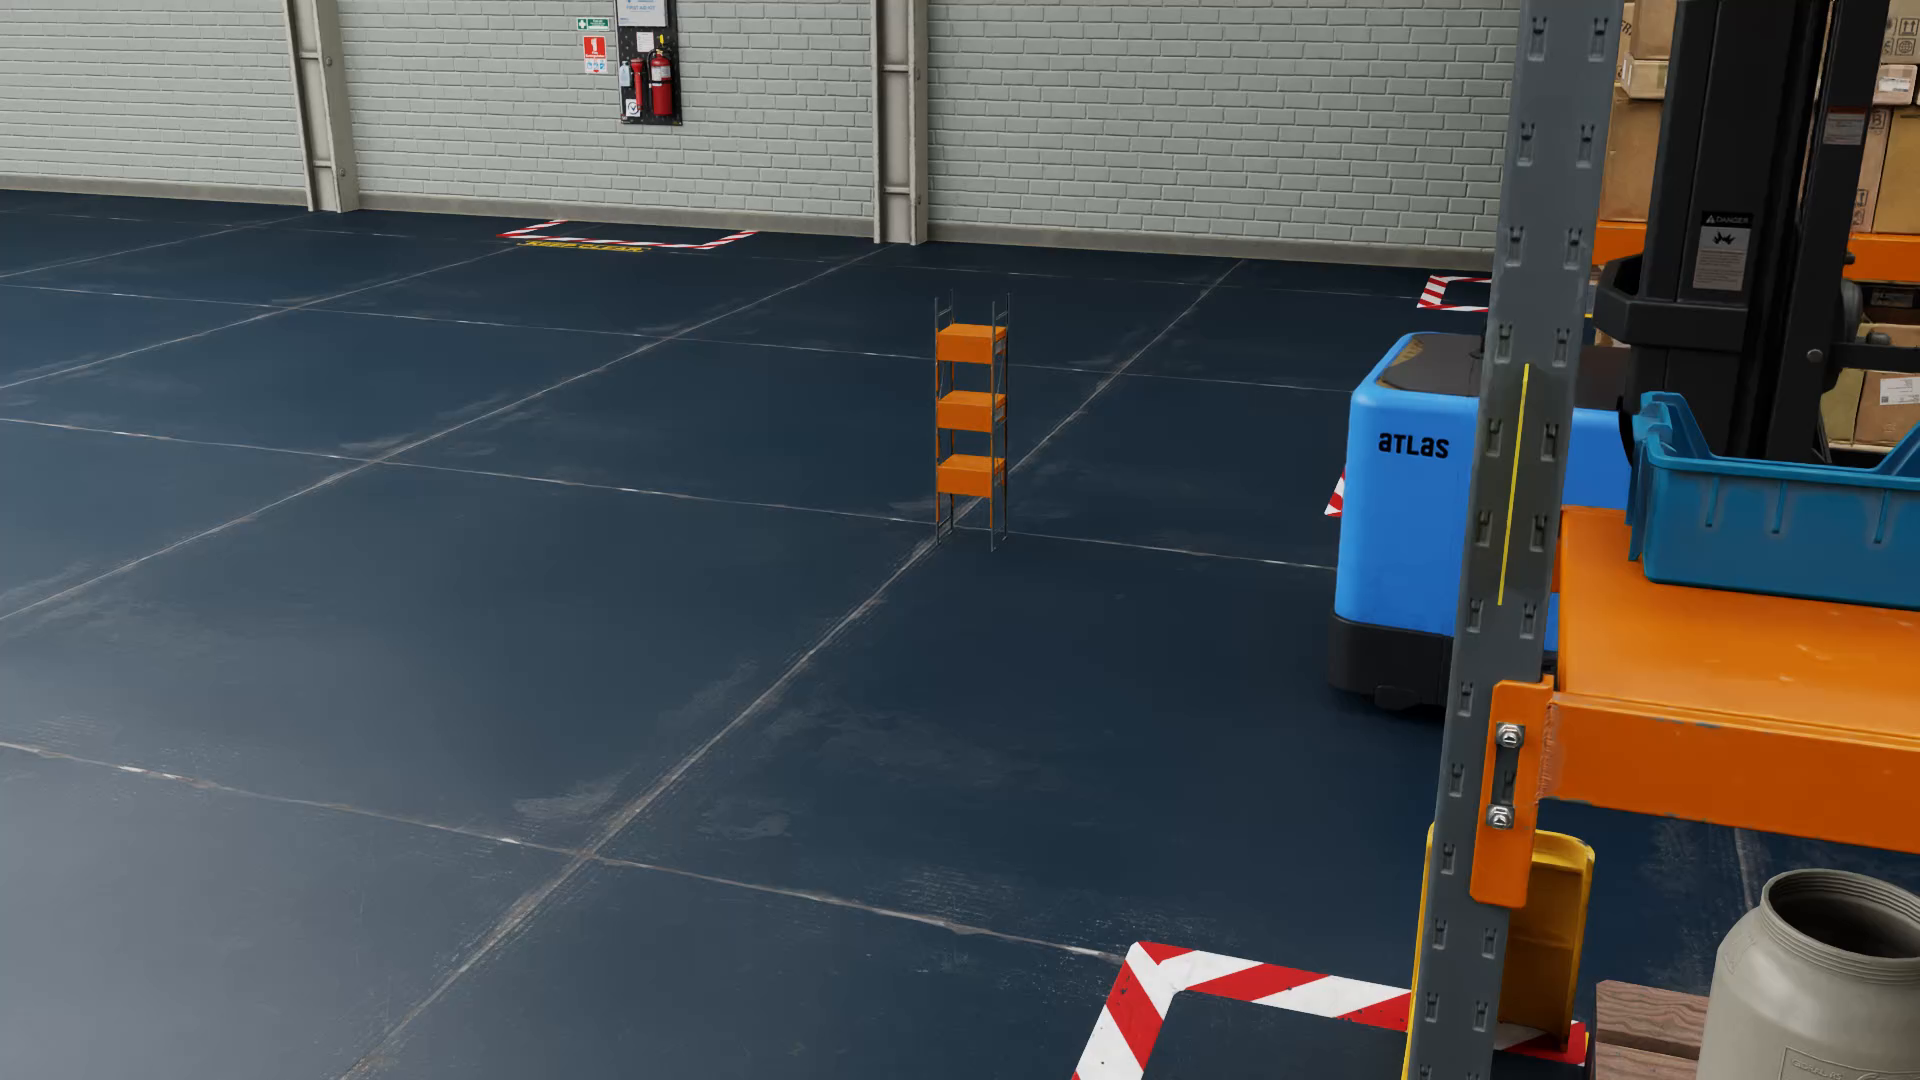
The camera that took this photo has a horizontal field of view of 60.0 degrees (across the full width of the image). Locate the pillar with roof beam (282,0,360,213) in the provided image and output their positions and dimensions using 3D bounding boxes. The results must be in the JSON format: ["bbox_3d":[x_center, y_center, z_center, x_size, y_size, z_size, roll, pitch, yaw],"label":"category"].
[{"bbox_3d":[-7.597,-6.180,11.134,0.400,9.000,9.100,7,20,18],"label":"pillar with roof beam"}]

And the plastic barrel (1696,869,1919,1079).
[{"bbox_3d":[1.602,0.908,3.056,0.421,0.512,0.421,0,19,0],"label":"plastic barrel"}]

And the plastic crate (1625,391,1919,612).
[{"bbox_3d":[1.526,-0.084,2.987,0.616,0.251,0.499,7,20,18],"label":"plastic crate"}]

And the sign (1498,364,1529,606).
[{"bbox_3d":[0.771,-0.076,2.316,0.005,0.325,0.100,7,20,18],"label":"sign"}]

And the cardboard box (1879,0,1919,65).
[{"bbox_3d":[3.570,-2.200,6.707,0.500,0.500,0.700,6,20,17],"label":"cardboard box"}]

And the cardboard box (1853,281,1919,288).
[{"bbox_3d":[4.138,-0.841,7.331,0.500,0.500,0.500,7,20,18],"label":"cardboard box"}]

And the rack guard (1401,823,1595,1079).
[{"bbox_3d":[1.042,1.058,3.281,0.348,0.500,1.175,7,20,18],"label":"rack guard"}]

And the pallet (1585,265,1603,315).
[{"bbox_3d":[5.034,-1.772,11.840,1.213,0.211,1.003,7,20,18],"label":"pallet"}]

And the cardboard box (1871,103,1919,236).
[{"bbox_3d":[3.986,-1.538,6.778,0.500,0.500,0.700,7,20,18],"label":"cardboard box"}]

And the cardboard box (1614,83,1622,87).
[{"bbox_3d":[4.563,-2.983,11.275,0.500,0.250,0.500,6,20,16],"label":"cardboard box"}]

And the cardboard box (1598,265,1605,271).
[{"bbox_3d":[4.830,-2.031,11.763,0.500,0.311,0.500,4,20,12],"label":"cardboard box"}]

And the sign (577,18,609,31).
[{"bbox_3d":[-3.325,-4.672,15.062,0.331,0.109,0.001,7,20,18],"label":"sign"}]

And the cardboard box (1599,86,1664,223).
[{"bbox_3d":[3.021,-1.648,7.096,0.500,0.500,0.700,7,20,18],"label":"cardboard box"}]

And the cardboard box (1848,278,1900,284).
[{"bbox_3d":[6.046,-1.964,11.284,0.500,0.500,0.700,5,20,15],"label":"cardboard box"}]

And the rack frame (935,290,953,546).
[{"bbox_3d":[-0.065,-0.503,6.925,0.008,1.050,0.200,7,20,18],"label":"rack frame"}]

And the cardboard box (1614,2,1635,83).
[{"bbox_3d":[4.559,-3.344,11.170,0.500,0.500,0.500,7,20,18],"label":"cardboard box"}]

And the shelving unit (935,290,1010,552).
[{"bbox_3d":[0.051,-0.490,6.887,0.252,1.050,0.215,7,20,18],"label":"shelving unit"}]

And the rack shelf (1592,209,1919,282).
[{"bbox_3d":[4.474,-1.100,6.767,4.000,0.370,1.077,7,20,18],"label":"rack shelf"}]

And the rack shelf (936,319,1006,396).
[{"bbox_3d":[0.051,-0.748,6.797,0.240,0.259,0.215,7,20,18],"label":"rack shelf"}]

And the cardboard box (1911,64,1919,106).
[{"bbox_3d":[3.860,-1.789,6.513,0.250,0.149,0.380,6,20,16],"label":"cardboard box"}]

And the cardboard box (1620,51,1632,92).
[{"bbox_3d":[3.008,-2.027,7.196,0.250,0.149,0.380,6,20,17],"label":"cardboard box"}]

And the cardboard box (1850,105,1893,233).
[{"bbox_3d":[3.519,-1.593,6.937,0.500,0.500,0.700,7,20,19],"label":"cardboard box"}]

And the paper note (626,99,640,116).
[{"bbox_3d":[-2.983,-3.941,15.163,0.142,0.148,0.016,7,20,18],"label":"paper note"}]

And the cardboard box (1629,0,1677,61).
[{"bbox_3d":[3.071,-2.255,6.866,0.500,0.500,0.700,7,20,18],"label":"cardboard box"}]

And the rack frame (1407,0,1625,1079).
[{"bbox_3d":[0.955,-0.116,2.851,0.127,3.000,1.000,7,20,18],"label":"rack frame"}]

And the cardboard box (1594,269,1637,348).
[{"bbox_3d":[3.189,-0.944,7.627,0.500,0.500,0.500,7,20,18],"label":"cardboard box"}]

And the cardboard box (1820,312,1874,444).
[{"bbox_3d":[3.491,-0.729,7.010,0.500,0.500,0.500,7,20,18],"label":"cardboard box"}]

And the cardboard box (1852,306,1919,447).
[{"bbox_3d":[3.967,-0.679,6.867,0.500,0.500,0.500,7,20,18],"label":"cardboard box"}]

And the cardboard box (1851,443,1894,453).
[{"bbox_3d":[3.964,-0.321,6.980,0.500,0.250,0.500,7,20,18],"label":"cardboard box"}]

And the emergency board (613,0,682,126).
[{"bbox_3d":[-2.838,-4.316,14.902,0.643,1.169,0.194,7,20,18],"label":"emergency board"}]

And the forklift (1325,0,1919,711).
[{"bbox_3d":[2.779,-0.793,4.897,3.031,2.935,1.130,8,21,22],"label":"forklift"}]

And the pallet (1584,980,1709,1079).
[{"bbox_3d":[1.808,1.284,3.072,1.213,0.211,1.003,7,20,18],"label":"pallet"}]

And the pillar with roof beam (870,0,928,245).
[{"bbox_3d":[-1.929,-5.532,9.274,0.400,9.000,9.100,7,20,18],"label":"pillar with roof beam"}]

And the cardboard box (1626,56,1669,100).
[{"bbox_3d":[2.884,-1.900,6.831,0.250,0.149,0.380,6,20,18],"label":"cardboard box"}]

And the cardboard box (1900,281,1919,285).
[{"bbox_3d":[6.481,-1.804,11.359,0.250,0.149,0.380,5,20,14],"label":"cardboard box"}]

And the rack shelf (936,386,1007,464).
[{"bbox_3d":[0.051,-0.480,6.890,0.240,0.259,0.215,7,20,18],"label":"rack shelf"}]

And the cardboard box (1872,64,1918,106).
[{"bbox_3d":[3.607,-1.817,6.593,0.250,0.149,0.380,6,20,17],"label":"cardboard box"}]

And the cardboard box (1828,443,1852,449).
[{"bbox_3d":[3.491,-0.375,7.135,0.500,0.250,0.500,7,20,18],"label":"cardboard box"}]

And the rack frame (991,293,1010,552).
[{"bbox_3d":[0.166,-0.477,6.849,0.008,1.050,0.200,7,20,18],"label":"rack frame"}]

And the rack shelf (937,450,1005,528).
[{"bbox_3d":[0.051,-0.218,6.982,0.240,0.259,0.215,7,20,18],"label":"rack shelf"}]

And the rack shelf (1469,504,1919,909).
[{"bbox_3d":[2.844,0.440,2.350,4.000,0.370,1.077,7,20,18],"label":"rack shelf"}]

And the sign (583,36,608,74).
[{"bbox_3d":[-3.326,-4.425,15.159,0.234,0.329,0.001,7,20,18],"label":"sign"}]
